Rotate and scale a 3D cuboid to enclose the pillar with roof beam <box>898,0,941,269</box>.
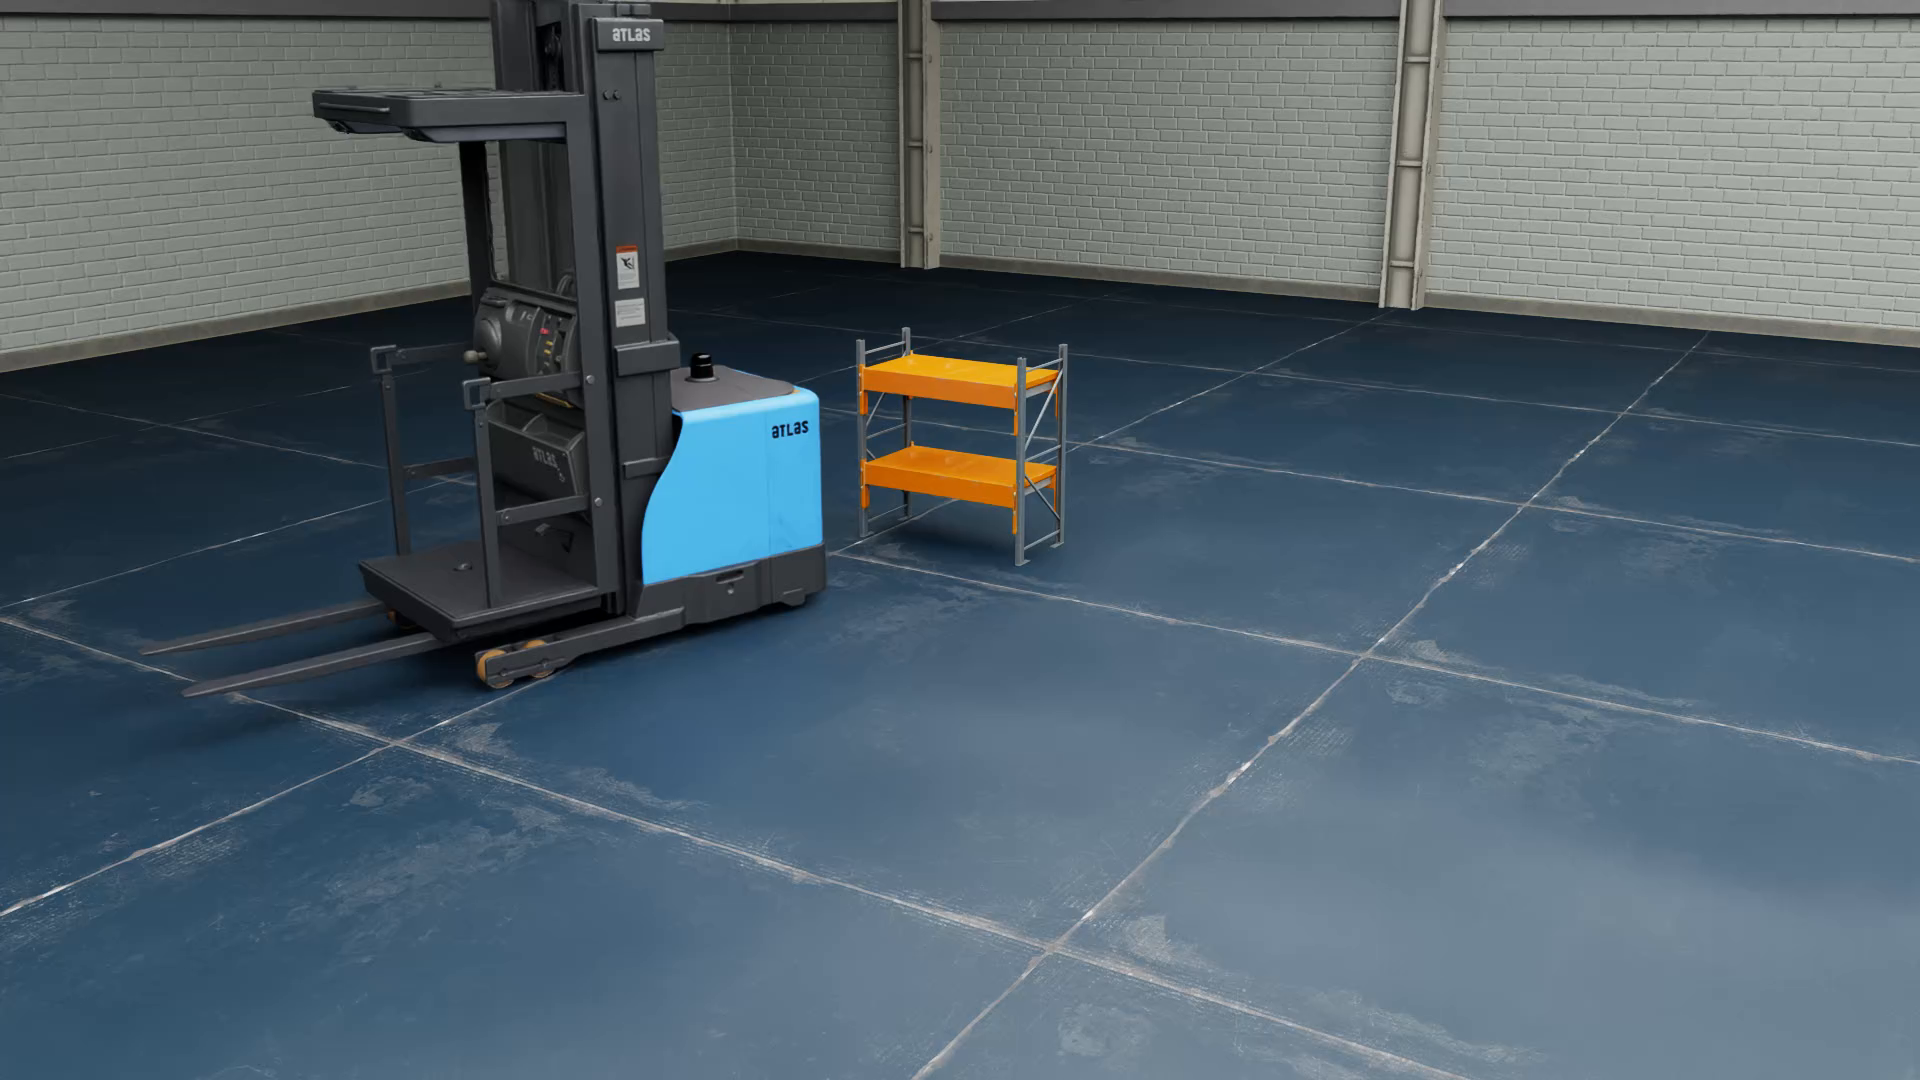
[{"bbox_3d":[-2.738,-6.598,15.620,0.400,9.000,9.100,10,20,30],"label":"pillar with roof beam"}]

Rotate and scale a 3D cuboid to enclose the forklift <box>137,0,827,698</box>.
[{"bbox_3d":[-2.124,-0.927,7.390,3.031,2.935,1.130,-14,22,-38],"label":"forklift"}]

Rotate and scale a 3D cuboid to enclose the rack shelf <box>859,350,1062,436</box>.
[{"bbox_3d":[0.006,-0.817,9.129,1.000,0.278,0.538,10,20,30],"label":"rack shelf"}]

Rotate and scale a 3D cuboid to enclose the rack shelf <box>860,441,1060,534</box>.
[{"bbox_3d":[0.006,-0.303,9.285,1.000,0.278,0.538,10,20,30],"label":"rack shelf"}]

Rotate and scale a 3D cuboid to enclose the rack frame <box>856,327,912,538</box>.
[{"bbox_3d":[-0.427,-0.615,9.469,0.032,1.125,0.500,10,20,30],"label":"rack frame"}]

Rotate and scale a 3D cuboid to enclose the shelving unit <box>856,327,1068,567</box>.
[{"bbox_3d":[0.006,-0.537,9.214,1.048,1.125,0.538,10,20,30],"label":"shelving unit"}]

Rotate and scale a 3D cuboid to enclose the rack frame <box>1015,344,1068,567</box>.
[{"bbox_3d":[0.439,-0.460,8.960,0.032,1.125,0.500,10,20,30],"label":"rack frame"}]

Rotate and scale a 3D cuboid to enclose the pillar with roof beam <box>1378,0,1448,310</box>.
[{"bbox_3d":[2.375,-5.685,12.615,0.400,9.000,9.100,10,20,30],"label":"pillar with roof beam"}]
